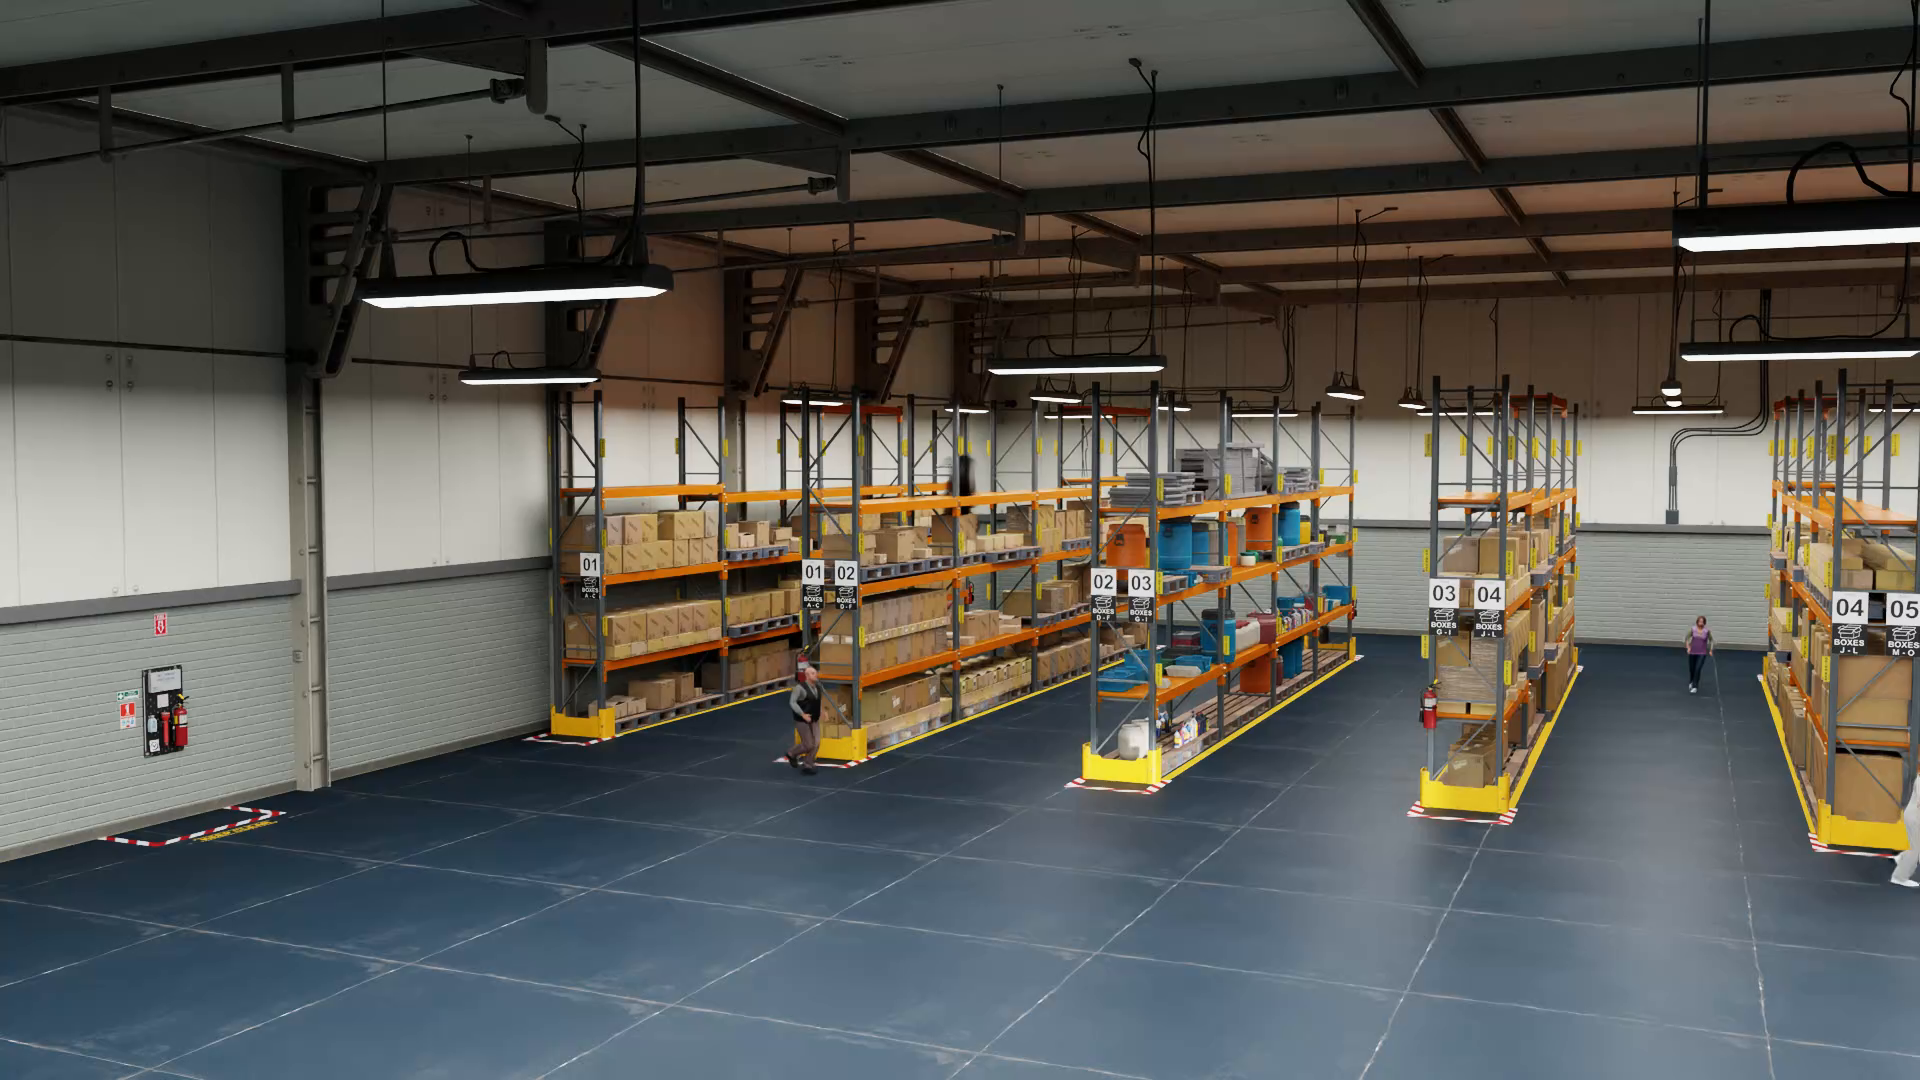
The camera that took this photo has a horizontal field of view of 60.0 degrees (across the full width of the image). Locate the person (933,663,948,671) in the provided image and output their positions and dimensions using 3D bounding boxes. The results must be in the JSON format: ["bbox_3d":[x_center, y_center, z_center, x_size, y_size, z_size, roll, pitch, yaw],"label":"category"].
[{"bbox_3d":[-0.466,2.229,35.168,0.687,1.673,0.785,1,3,13],"label":"person"}]

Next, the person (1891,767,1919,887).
[{"bbox_3d":[10.945,3.176,18.818,0.573,1.580,0.731,-2,4,-37],"label":"person"}]

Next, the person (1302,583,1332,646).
[{"bbox_3d":[8.835,1.881,40.740,0.702,1.691,1.123,-3,4,-44],"label":"person"}]

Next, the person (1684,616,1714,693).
[{"bbox_3d":[15.011,2.318,33.796,0.559,1.565,0.875,2,4,32],"label":"person"}]

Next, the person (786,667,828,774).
[{"bbox_3d":[-2.397,2.768,25.579,0.631,1.658,0.659,3,4,41],"label":"person"}]
